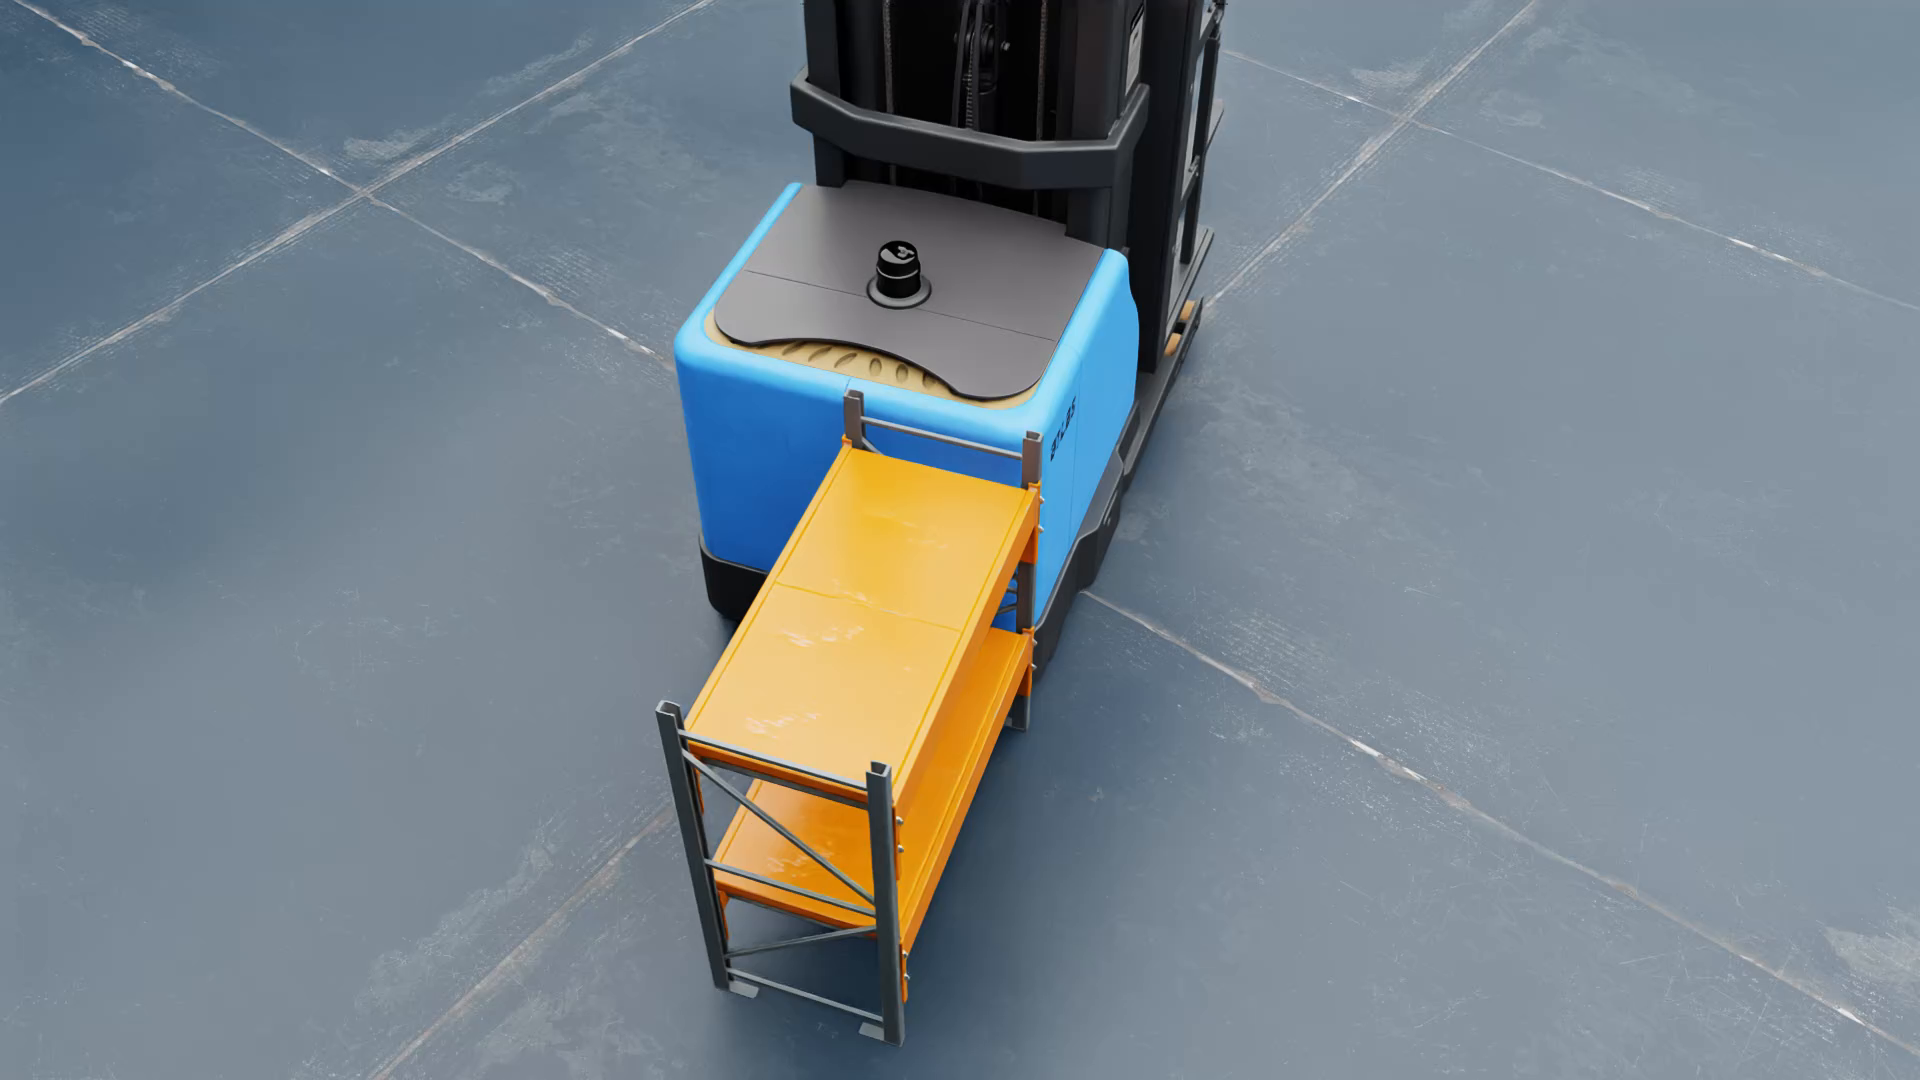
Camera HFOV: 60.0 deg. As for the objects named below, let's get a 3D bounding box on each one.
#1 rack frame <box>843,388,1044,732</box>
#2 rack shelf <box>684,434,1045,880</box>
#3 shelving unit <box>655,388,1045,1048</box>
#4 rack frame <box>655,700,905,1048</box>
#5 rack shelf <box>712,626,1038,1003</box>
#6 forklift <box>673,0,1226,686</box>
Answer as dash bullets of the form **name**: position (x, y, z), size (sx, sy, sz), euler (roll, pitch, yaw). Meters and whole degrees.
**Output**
- **rack frame**: position (-0.043, 0.088, 4.388), size (0.500, 1.125, 0.032), euler (14, 48, 13)
- **rack shelf**: position (-0.210, 0.233, 3.844), size (0.538, 0.278, 1.000), euler (14, 48, 13)
- **shelving unit**: position (-0.210, 0.435, 4.056), size (0.538, 1.125, 1.048), euler (14, 48, 13)
- **rack frame**: position (-0.376, 0.783, 3.724), size (0.500, 1.125, 0.032), euler (14, 48, 13)
- **rack shelf**: position (-0.209, 0.604, 4.233), size (0.538, 0.278, 1.000), euler (14, 48, 13)
- **forklift**: position (0.219, -1.663, 4.812), size (1.130, 2.935, 3.031), euler (15, 48, 14)
